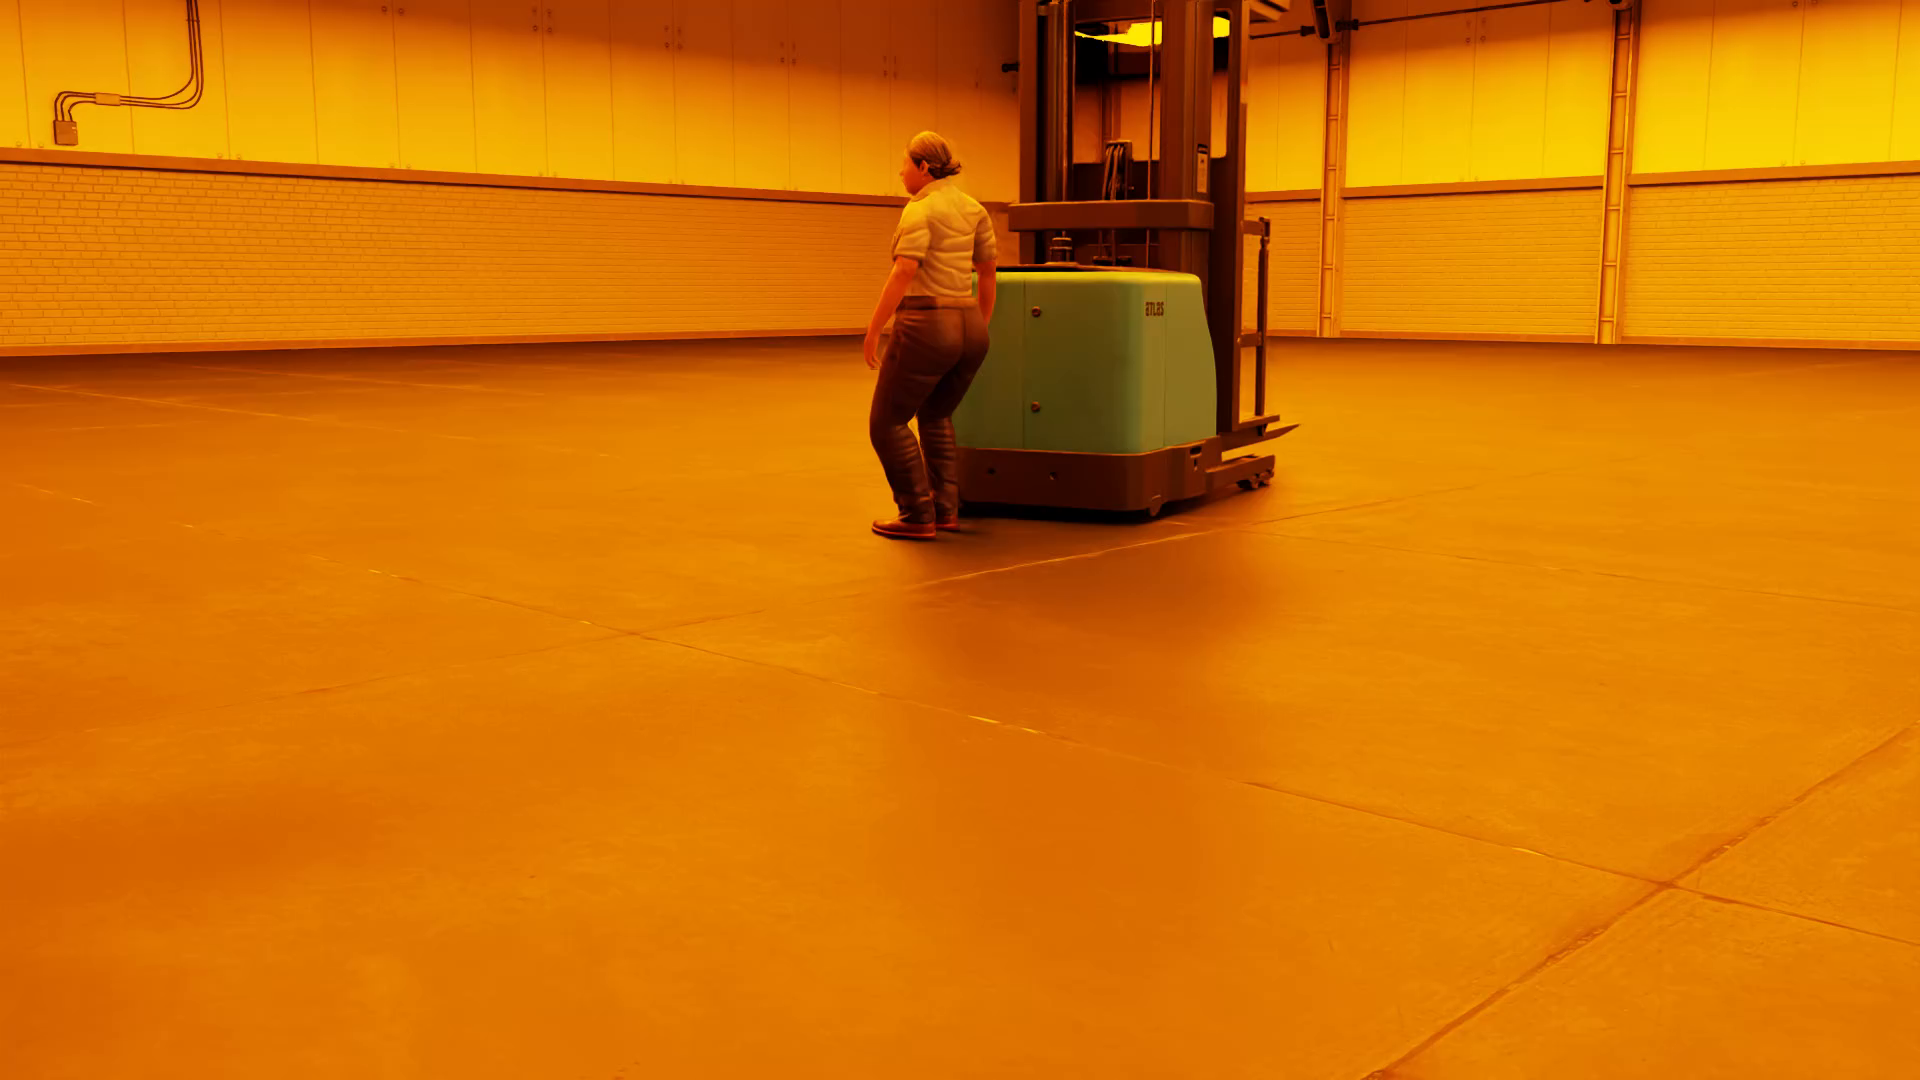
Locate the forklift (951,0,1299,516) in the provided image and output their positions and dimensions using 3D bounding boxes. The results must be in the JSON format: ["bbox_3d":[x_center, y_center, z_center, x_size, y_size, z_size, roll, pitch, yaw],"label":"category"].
[{"bbox_3d":[0.977,-1.731,8.367,1.130,2.935,3.031,4,10,27],"label":"forklift"}]

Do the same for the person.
[{"bbox_3d":[-0.155,-0.813,6.726,0.470,1.625,0.680,6,11,37],"label":"person"}]
